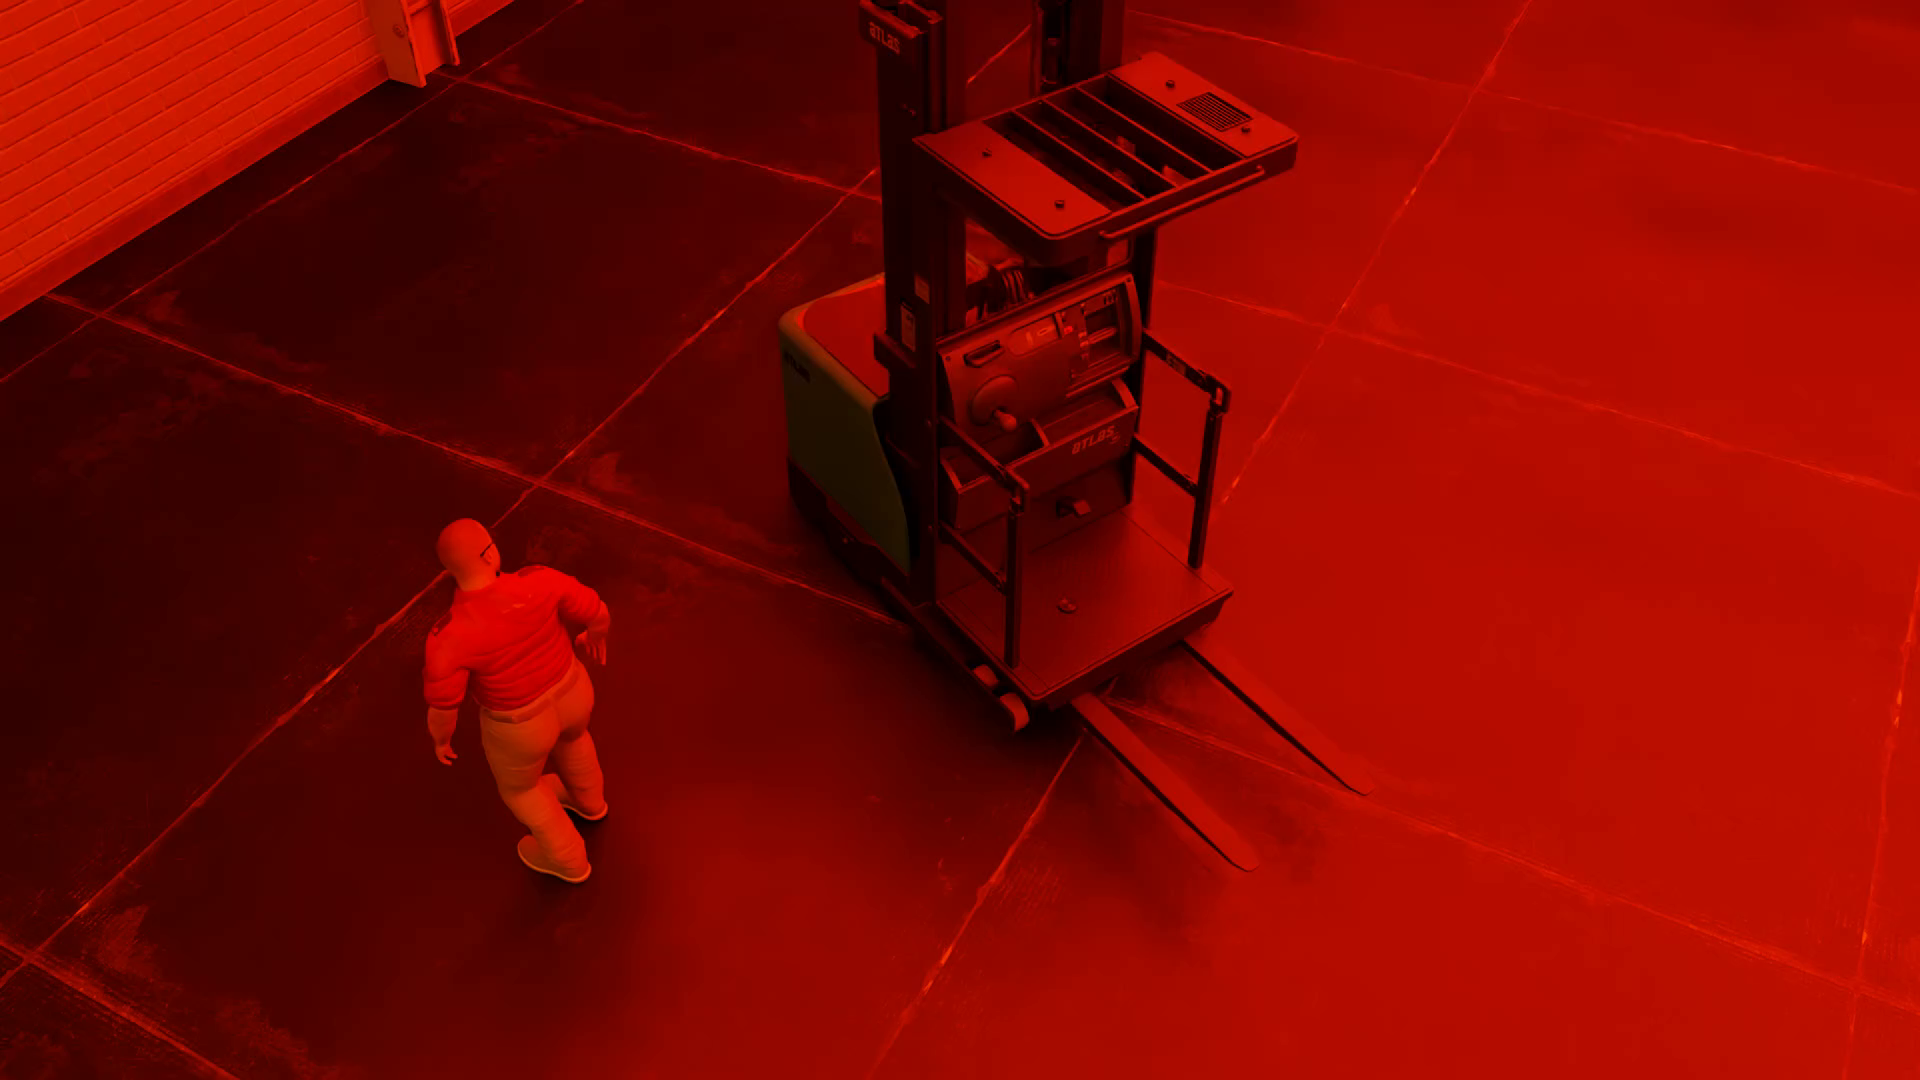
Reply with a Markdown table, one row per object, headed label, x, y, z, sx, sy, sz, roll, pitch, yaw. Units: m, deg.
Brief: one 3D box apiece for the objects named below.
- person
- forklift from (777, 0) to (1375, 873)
| label | x | y | z | sx | sy | sz | roll | pitch | yaw |
| --- | --- | --- | --- | --- | --- | --- | --- | --- | --- |
| person | -1.593 | 0.554 | 5.954 | 0.504 | 1.713 | 0.747 | 31 | 51 | 29 |
| forklift | 0.453 | -0.648 | 6.342 | 1.130 | 2.935 | 3.031 | -26 | 49 | -25 |
